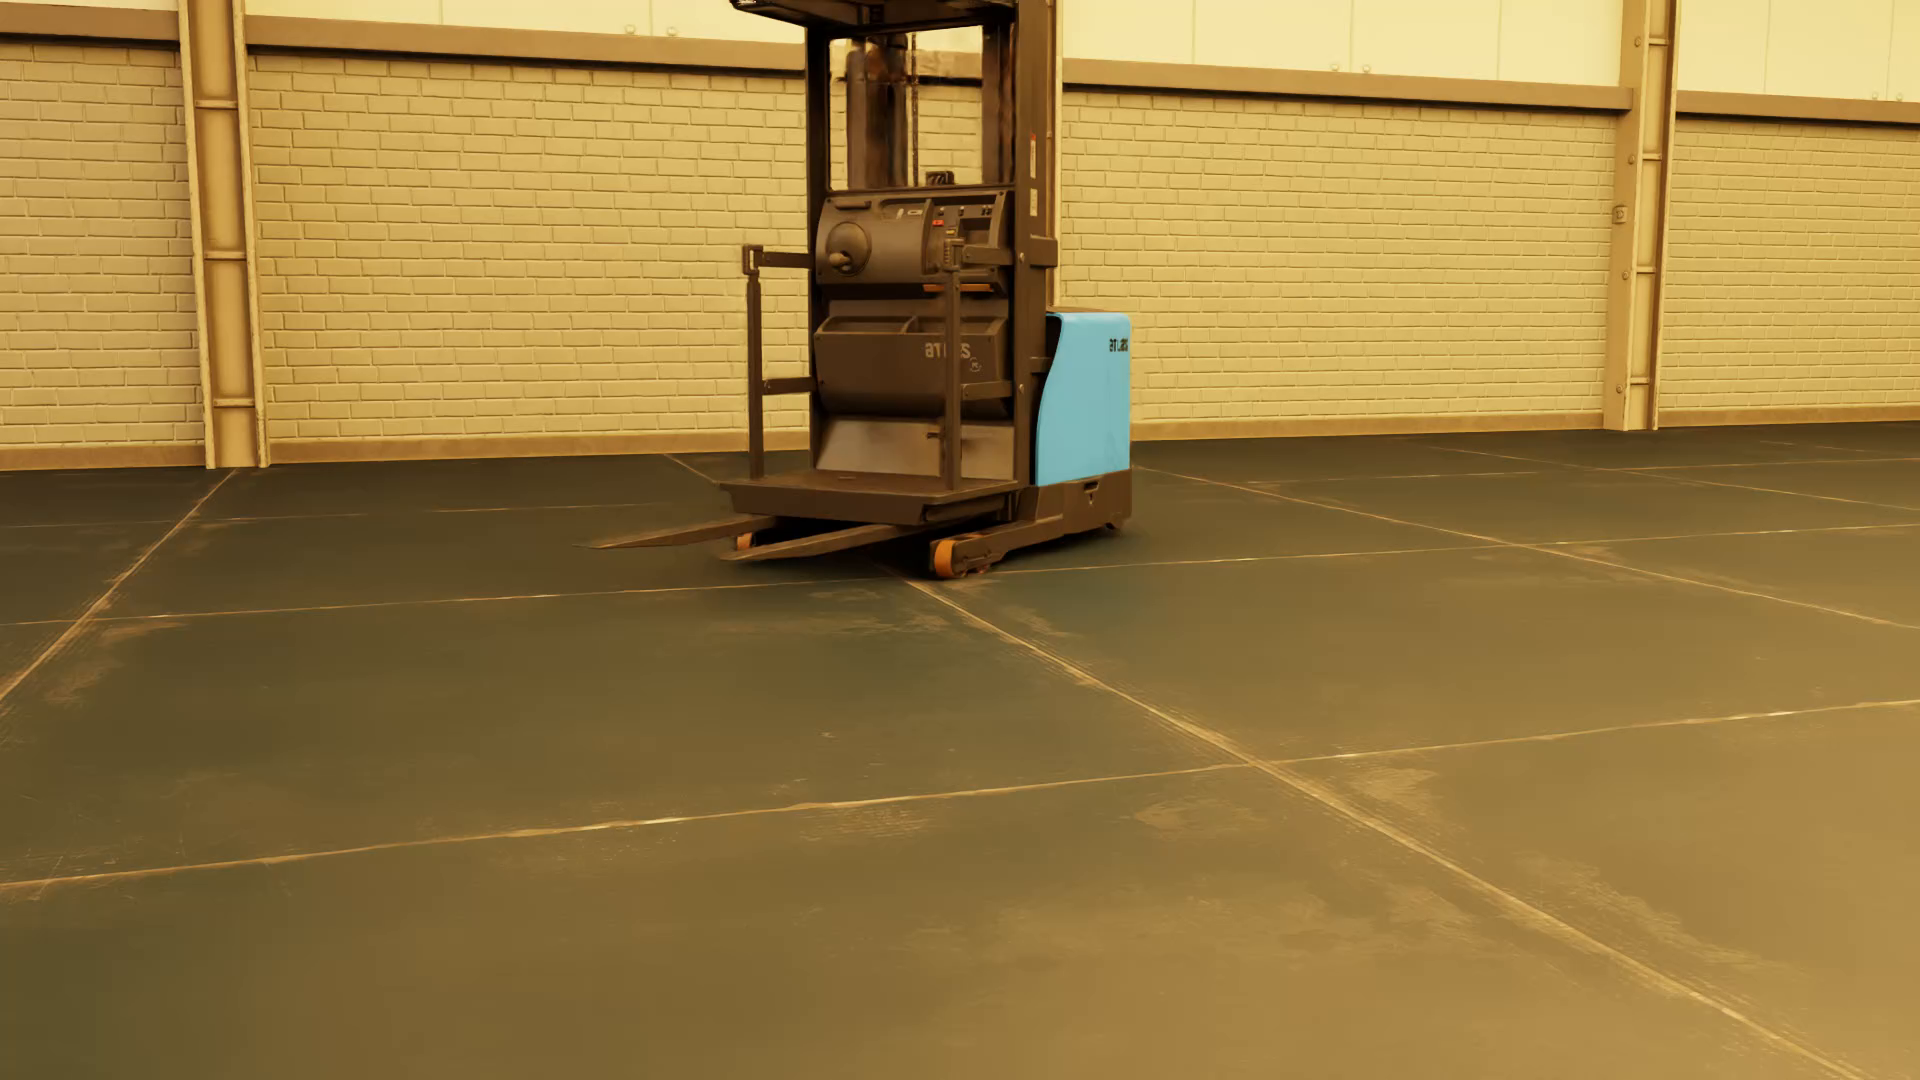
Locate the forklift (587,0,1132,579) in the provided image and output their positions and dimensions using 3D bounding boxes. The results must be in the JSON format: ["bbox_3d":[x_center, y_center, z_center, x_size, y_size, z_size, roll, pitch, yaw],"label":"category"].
[{"bbox_3d":[-0.324,-1.361,7.057,1.130,2.935,3.031,4,9,30],"label":"forklift"}]
